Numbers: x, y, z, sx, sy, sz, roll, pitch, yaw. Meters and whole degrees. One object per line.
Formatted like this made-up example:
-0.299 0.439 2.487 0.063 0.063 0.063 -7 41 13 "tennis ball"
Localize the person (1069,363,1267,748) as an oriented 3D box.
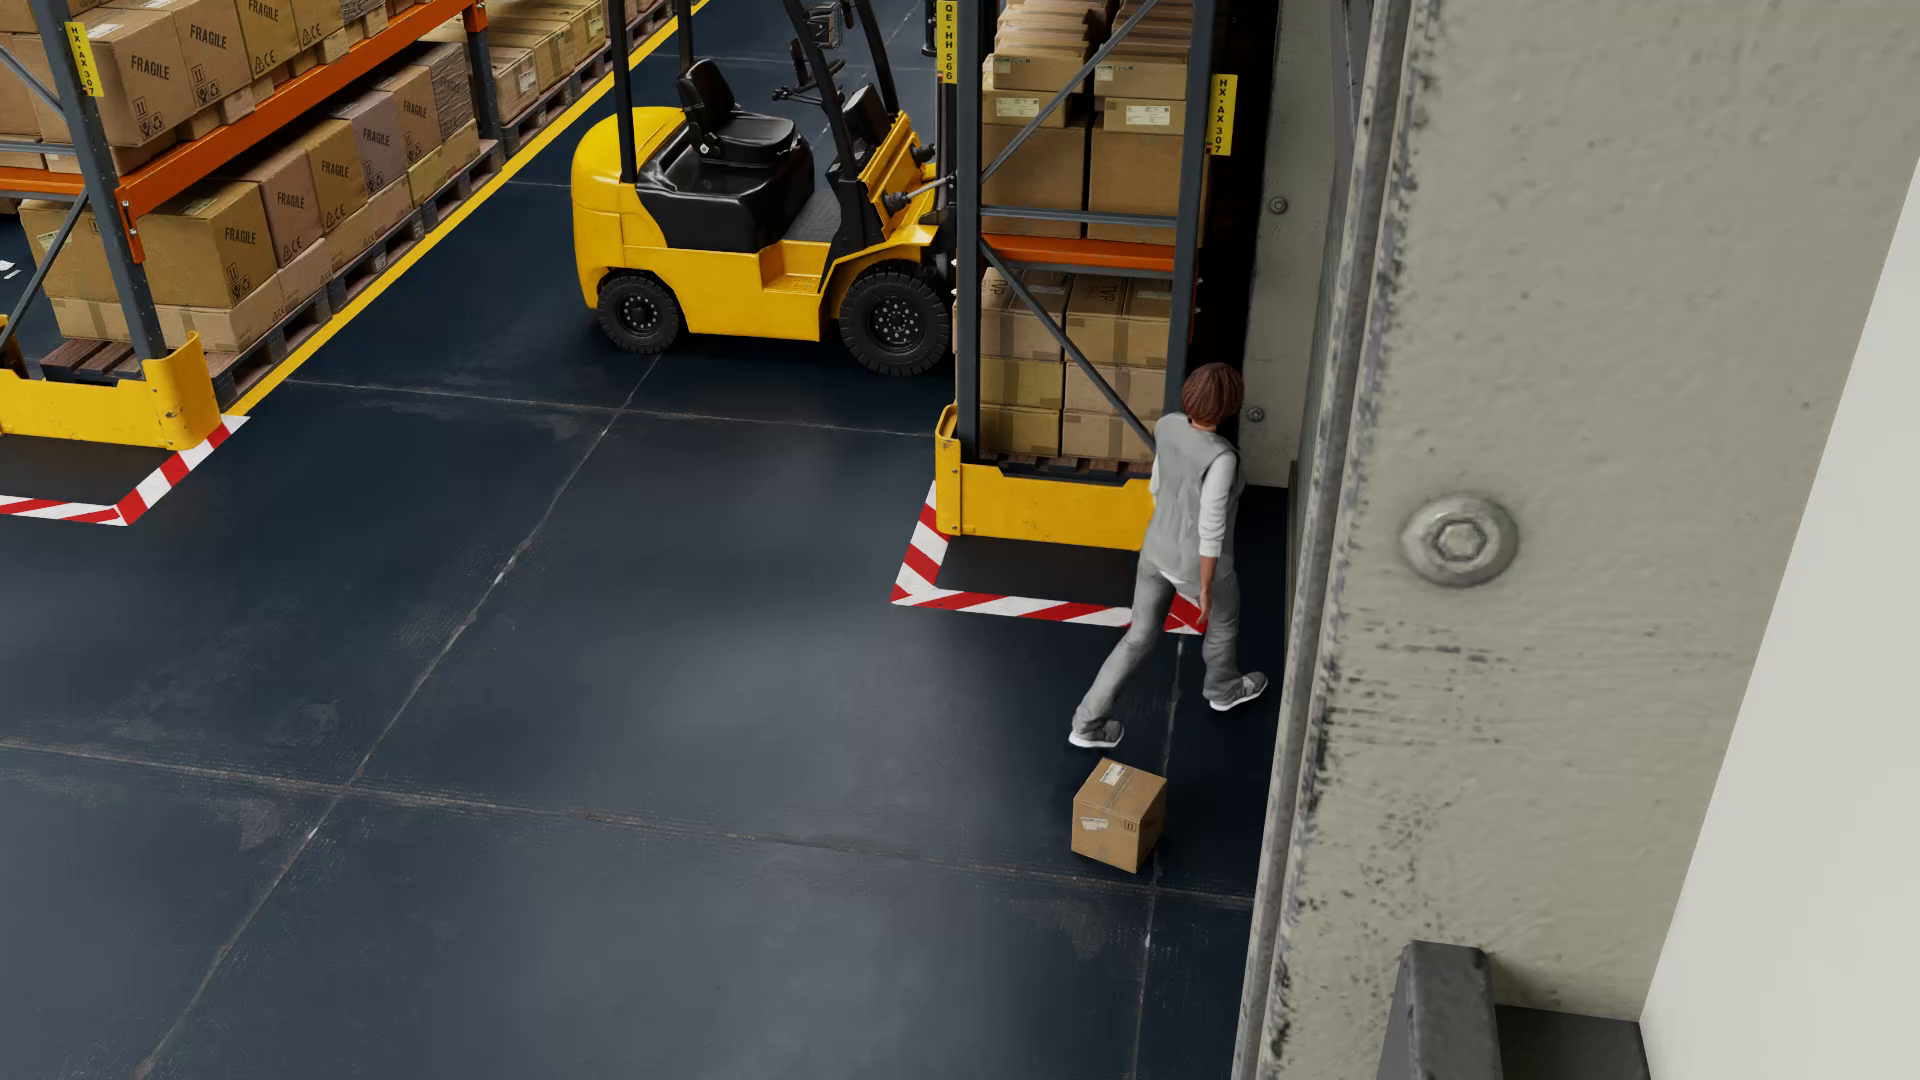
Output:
0.798 0.065 6.047 0.951 1.548 0.436 -24 40 -32 "person"
